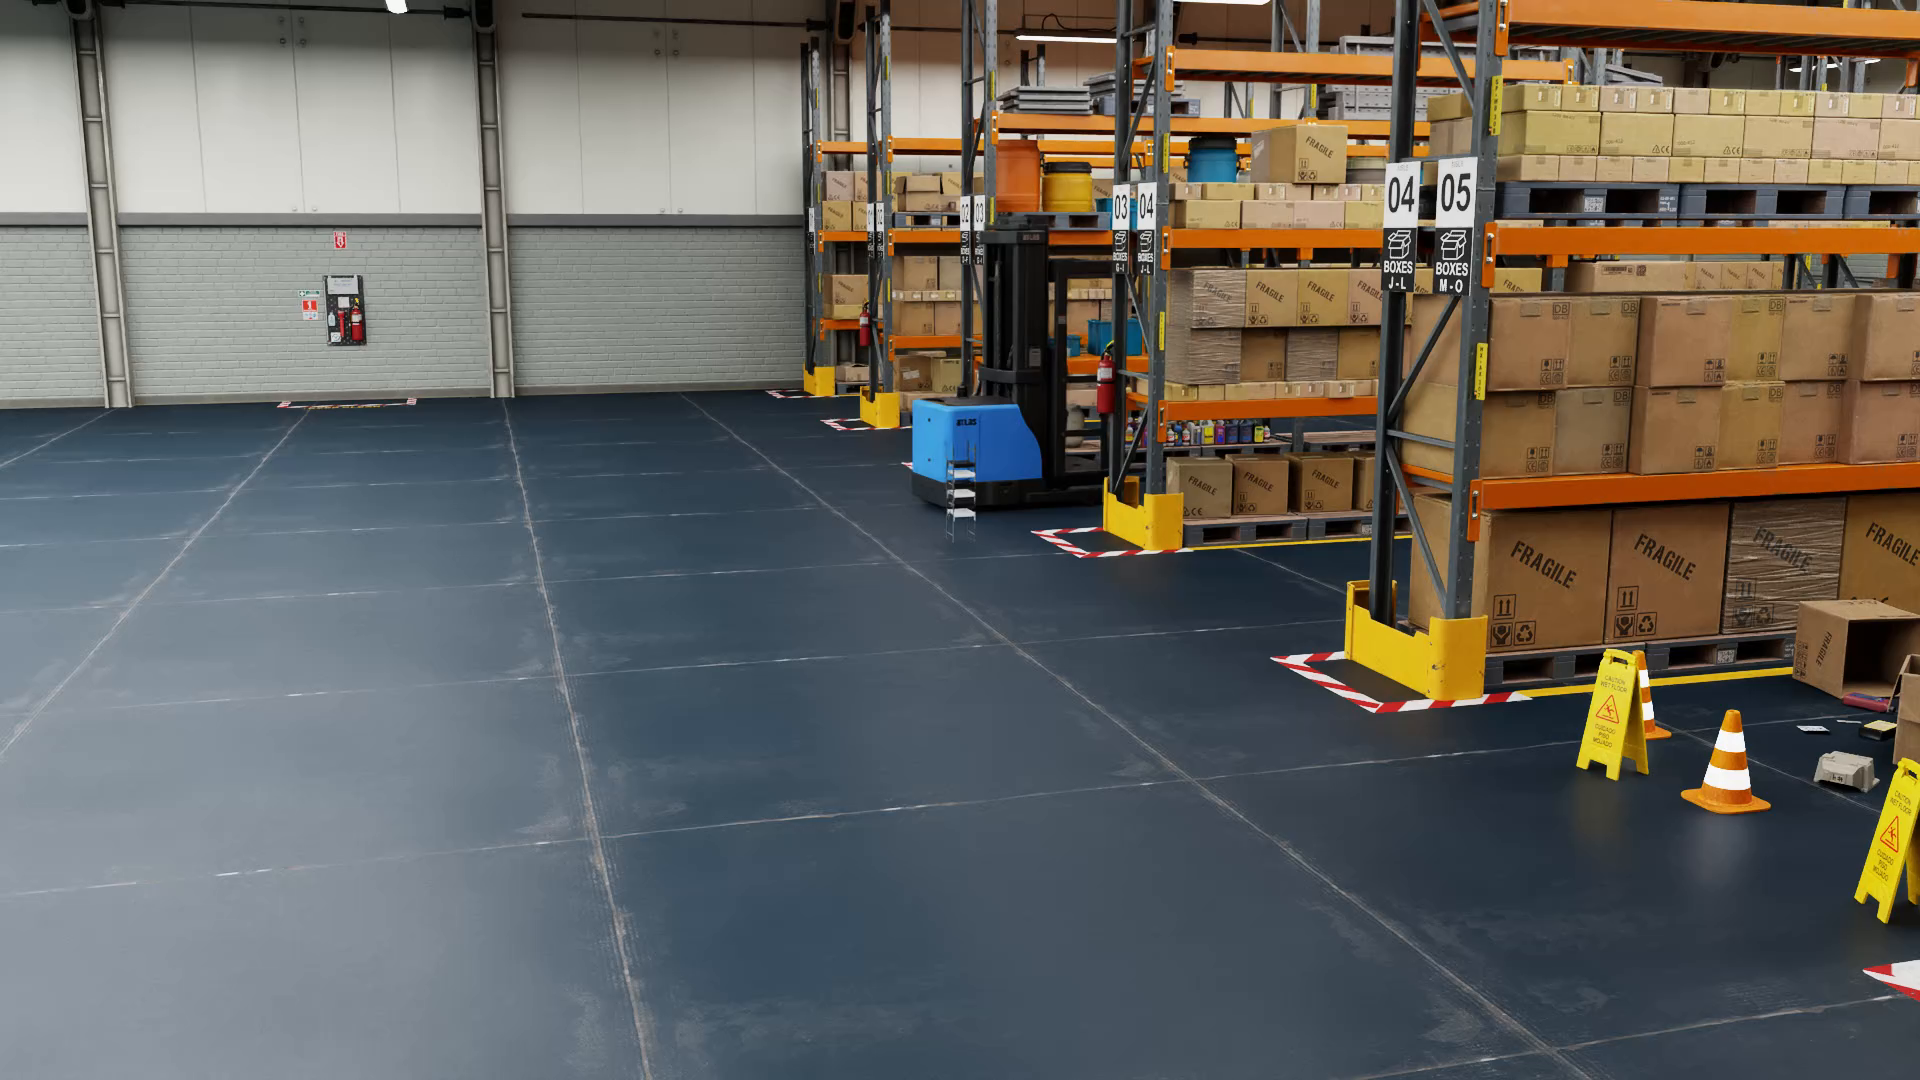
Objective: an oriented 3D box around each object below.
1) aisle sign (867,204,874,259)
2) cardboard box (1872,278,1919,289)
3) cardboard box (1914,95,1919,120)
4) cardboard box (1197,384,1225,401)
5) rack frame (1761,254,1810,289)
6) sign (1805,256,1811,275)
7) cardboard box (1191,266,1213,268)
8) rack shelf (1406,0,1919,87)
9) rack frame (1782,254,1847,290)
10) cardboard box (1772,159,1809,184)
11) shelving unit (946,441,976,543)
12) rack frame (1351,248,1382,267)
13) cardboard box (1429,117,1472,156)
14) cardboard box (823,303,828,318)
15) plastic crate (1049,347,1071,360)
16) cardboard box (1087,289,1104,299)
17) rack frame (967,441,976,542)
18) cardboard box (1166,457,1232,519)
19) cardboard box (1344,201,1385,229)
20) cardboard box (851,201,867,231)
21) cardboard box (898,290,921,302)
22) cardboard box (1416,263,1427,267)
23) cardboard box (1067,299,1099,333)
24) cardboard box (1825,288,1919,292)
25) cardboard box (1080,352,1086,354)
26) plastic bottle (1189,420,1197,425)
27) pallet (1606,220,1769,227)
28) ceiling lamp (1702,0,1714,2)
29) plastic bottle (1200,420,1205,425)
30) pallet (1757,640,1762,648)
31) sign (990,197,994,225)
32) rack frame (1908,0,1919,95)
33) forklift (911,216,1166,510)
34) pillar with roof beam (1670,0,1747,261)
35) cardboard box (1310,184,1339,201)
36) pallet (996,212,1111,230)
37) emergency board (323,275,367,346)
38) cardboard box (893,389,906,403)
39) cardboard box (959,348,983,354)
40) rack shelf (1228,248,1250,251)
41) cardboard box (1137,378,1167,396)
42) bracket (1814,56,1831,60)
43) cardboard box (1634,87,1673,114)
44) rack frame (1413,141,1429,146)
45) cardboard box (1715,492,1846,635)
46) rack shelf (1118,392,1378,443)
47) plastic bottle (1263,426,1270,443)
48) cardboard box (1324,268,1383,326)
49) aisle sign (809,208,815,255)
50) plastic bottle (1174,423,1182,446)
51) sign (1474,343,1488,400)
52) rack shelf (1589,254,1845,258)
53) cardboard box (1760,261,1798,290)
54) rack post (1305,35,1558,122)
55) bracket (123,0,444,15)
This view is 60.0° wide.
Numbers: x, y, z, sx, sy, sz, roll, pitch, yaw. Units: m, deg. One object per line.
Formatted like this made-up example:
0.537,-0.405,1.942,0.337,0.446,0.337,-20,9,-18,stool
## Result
-1.312,-4.531,24.396,0.004,0.787,0.394,-3,11,-16,aisle sign
9.986,-2.464,17.302,0.637,0.503,0.797,-3,11,-14,cardboard box
5.982,-2.718,10.497,0.250,0.149,0.380,-3,11,-16,cardboard box
2.184,-1.341,14.943,0.250,0.149,0.380,-3,11,-16,cardboard box
14.195,-4.014,28.770,0.127,3.000,1.000,-3,11,-16,rack frame
14.331,-4.642,28.107,0.005,0.325,0.100,-3,11,-16,sign
4.498,-5.013,30.914,0.250,0.149,0.380,-5,12,-25,cardboard box
4.808,-3.116,10.413,4.000,0.370,1.077,-3,11,-16,rack shelf
11.736,-2.951,22.992,0.127,3.000,1.000,-3,11,-16,rack frame
5.003,-2.273,10.287,0.250,0.149,0.380,-3,11,-16,cardboard box
0.008,-0.443,15.171,0.210,0.900,0.258,-3,11,-16,shelving unit
6.514,-3.609,26.571,0.127,3.000,1.000,-3,11,-16,rack frame
3.279,-2.492,10.372,0.500,0.250,0.500,-3,11,-15,cardboard box
-2.161,-4.059,29.372,0.500,0.250,0.500,-3,11,-15,cardboard box
1.163,-2.203,19.660,0.250,0.136,0.298,-3,11,-16,plastic crate
1.984,-3.698,24.986,0.250,0.149,0.380,-3,11,-18,cardboard box
0.105,-0.448,15.199,0.006,0.900,0.240,-3,11,-16,rack frame
2.202,-0.488,15.361,0.500,0.500,0.500,-1,10,-5,cardboard box
3.602,-2.942,15.075,0.500,0.250,0.500,-3,11,-14,cardboard box
-1.639,-5.594,28.736,0.500,0.500,0.500,-2,11,-12,cardboard box
-0.730,-3.555,24.209,0.250,0.149,0.380,-3,11,-16,cardboard box
8.590,-5.179,31.872,0.500,0.250,0.500,-3,11,-15,cardboard box
1.745,-3.405,25.183,0.500,0.500,0.700,-3,11,-17,cardboard box
6.364,-1.409,11.225,0.550,0.550,0.875,-3,11,-16,cardboard box
1.663,-2.634,25.638,0.500,0.500,0.500,-3,11,-16,cardboard box
2.982,-1.481,21.111,0.185,0.351,0.144,-4,11,-18,plastic bottle
7.056,-3.133,16.219,1.003,0.211,1.213,-3,11,-16,pallet
10.305,-9.121,23.817,2.000,3.185,0.800,-3,11,-16,ceiling lamp
3.058,-1.423,21.016,0.097,0.271,0.097,0,10,0,plastic bottle
5.976,0.579,11.522,1.213,0.211,1.003,-3,11,-16,pallet
0.363,-3.727,18.901,0.005,0.325,0.100,-3,11,-16,sign
6.728,-3.768,10.862,0.127,3.000,1.000,-3,11,-16,rack frame
1.056,-1.883,17.385,3.031,2.935,1.130,-4,11,-22,forklift
16.361,-7.364,30.397,0.548,9.000,9.100,-3,11,-16,pillar with roof beam
3.186,-3.113,14.905,0.250,0.149,0.380,-4,11,-19,cardboard box
1.036,-3.750,19.574,1.213,0.211,1.003,-3,11,-16,pallet
-10.269,-3.829,27.765,0.643,1.169,0.194,-3,11,-16,emergency board
-0.735,-2.137,25.009,0.500,0.250,0.500,-3,11,-16,cardboard box
0.300,-3.195,30.012,0.500,0.500,0.500,-4,11,-20,cardboard box
7.046,-5.693,31.591,4.000,0.370,1.077,-3,11,-16,rack shelf
1.814,-1.409,15.313,0.250,0.149,0.380,-3,11,-16,cardboard box
17.931,-9.962,34.567,0.430,0.232,0.235,-3,11,-16,bracket
4.026,-2.614,9.936,0.250,0.149,0.380,-3,11,-15,cardboard box
8.967,-7.623,31.804,0.127,3.000,1.000,-3,11,-16,rack frame
5.240,0.087,11.201,0.875,0.875,0.875,-3,11,-16,cardboard box
3.519,-1.230,15.632,4.000,0.370,1.077,-3,11,-16,rack shelf
3.793,-1.313,20.613,0.097,0.201,0.097,0,10,0,plastic bottle
3.643,-2.226,15.197,0.500,0.500,0.500,-3,11,-16,cardboard box
-2.540,-5.288,28.510,0.004,0.787,0.394,-3,11,-16,aisle sign
2.661,-1.288,20.282,0.097,0.271,0.097,0,10,0,plastic bottle
3.037,-0.983,9.694,0.005,0.325,0.100,-3,11,-16,sign
9.815,-3.971,22.236,4.000,0.370,1.077,-3,11,-16,rack shelf
13.845,-4.485,28.289,0.500,0.500,0.500,-3,11,-16,cardboard box
5.921,-5.709,20.854,3.121,1.000,1.013,-3,11,-16,rack post
-10.675,-8.454,26.377,4.783,0.066,0.076,-3,11,-16,bracket
